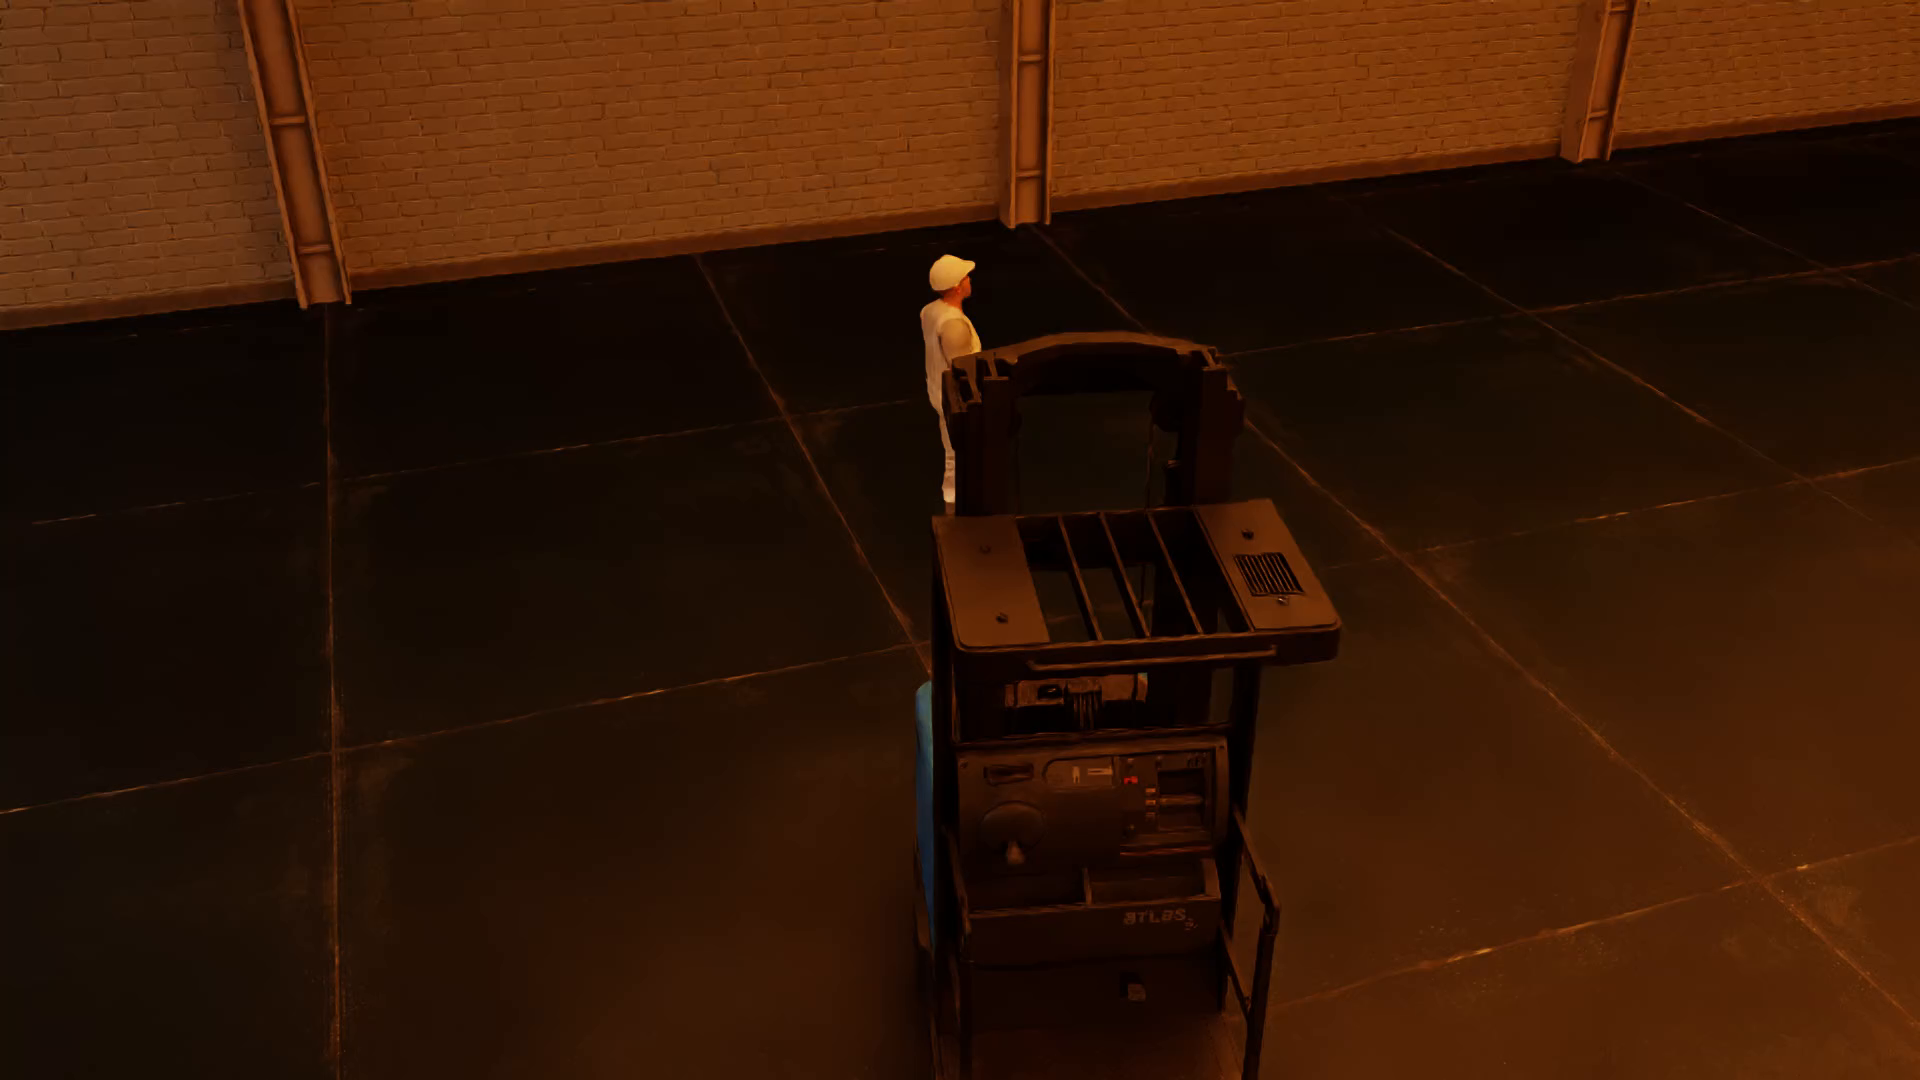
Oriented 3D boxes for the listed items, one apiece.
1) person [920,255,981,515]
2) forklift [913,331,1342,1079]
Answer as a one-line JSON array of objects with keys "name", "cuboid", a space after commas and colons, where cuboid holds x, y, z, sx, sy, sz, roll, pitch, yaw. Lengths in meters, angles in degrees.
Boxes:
[{"name": "person", "cuboid": [0.080, -0.789, 9.589, 0.563, 1.787, 0.637, -10, 31, -16]}, {"name": "forklift", "cuboid": [0.480, 0.935, 5.461, 1.130, 2.935, 3.031, -3, 30, -6]}]
